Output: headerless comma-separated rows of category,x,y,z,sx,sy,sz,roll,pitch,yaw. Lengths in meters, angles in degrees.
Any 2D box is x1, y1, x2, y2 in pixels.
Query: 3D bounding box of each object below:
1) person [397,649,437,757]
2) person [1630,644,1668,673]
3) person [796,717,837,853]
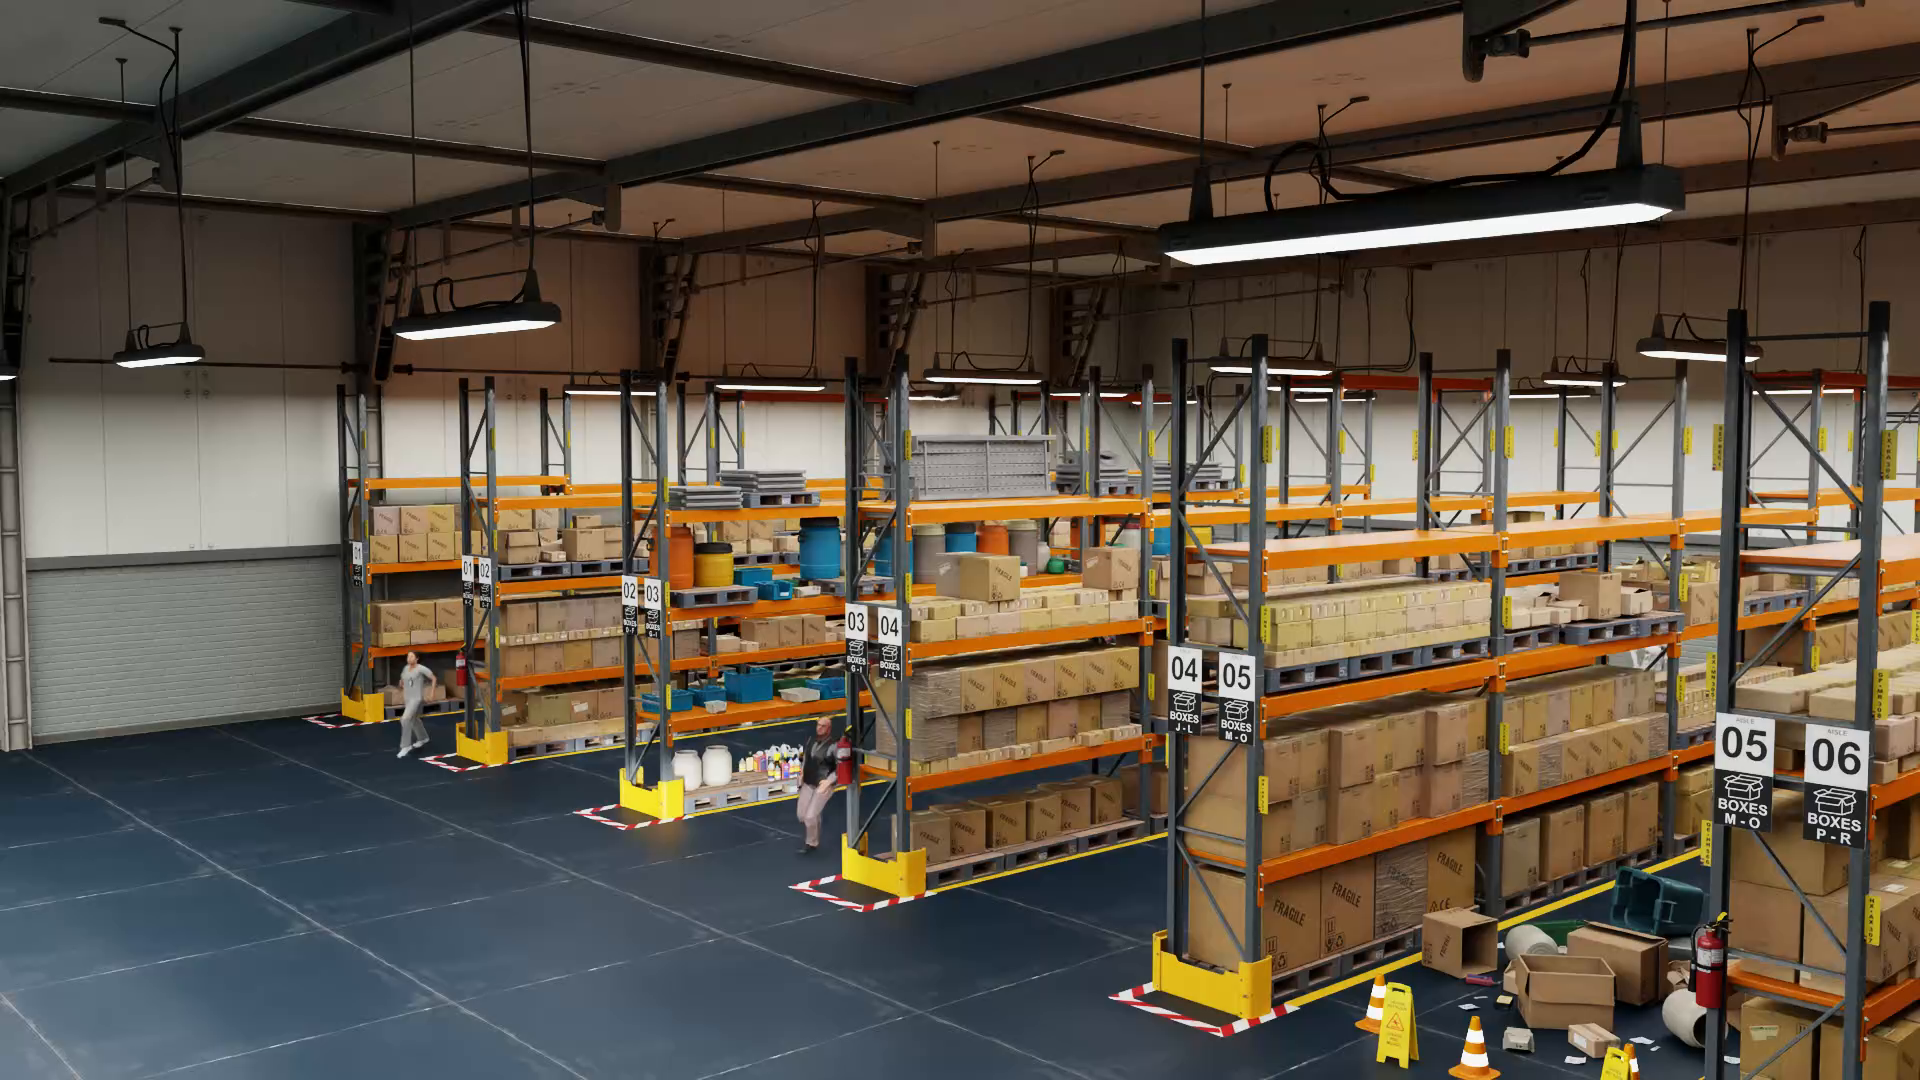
person,-8.710,2.589,26.643,0.607,1.710,0.782,2,4,30
person,12.429,2.384,29.870,0.634,1.730,0.704,-1,4,-8
person,-1.686,2.996,20.398,0.700,1.674,0.559,2,4,31
